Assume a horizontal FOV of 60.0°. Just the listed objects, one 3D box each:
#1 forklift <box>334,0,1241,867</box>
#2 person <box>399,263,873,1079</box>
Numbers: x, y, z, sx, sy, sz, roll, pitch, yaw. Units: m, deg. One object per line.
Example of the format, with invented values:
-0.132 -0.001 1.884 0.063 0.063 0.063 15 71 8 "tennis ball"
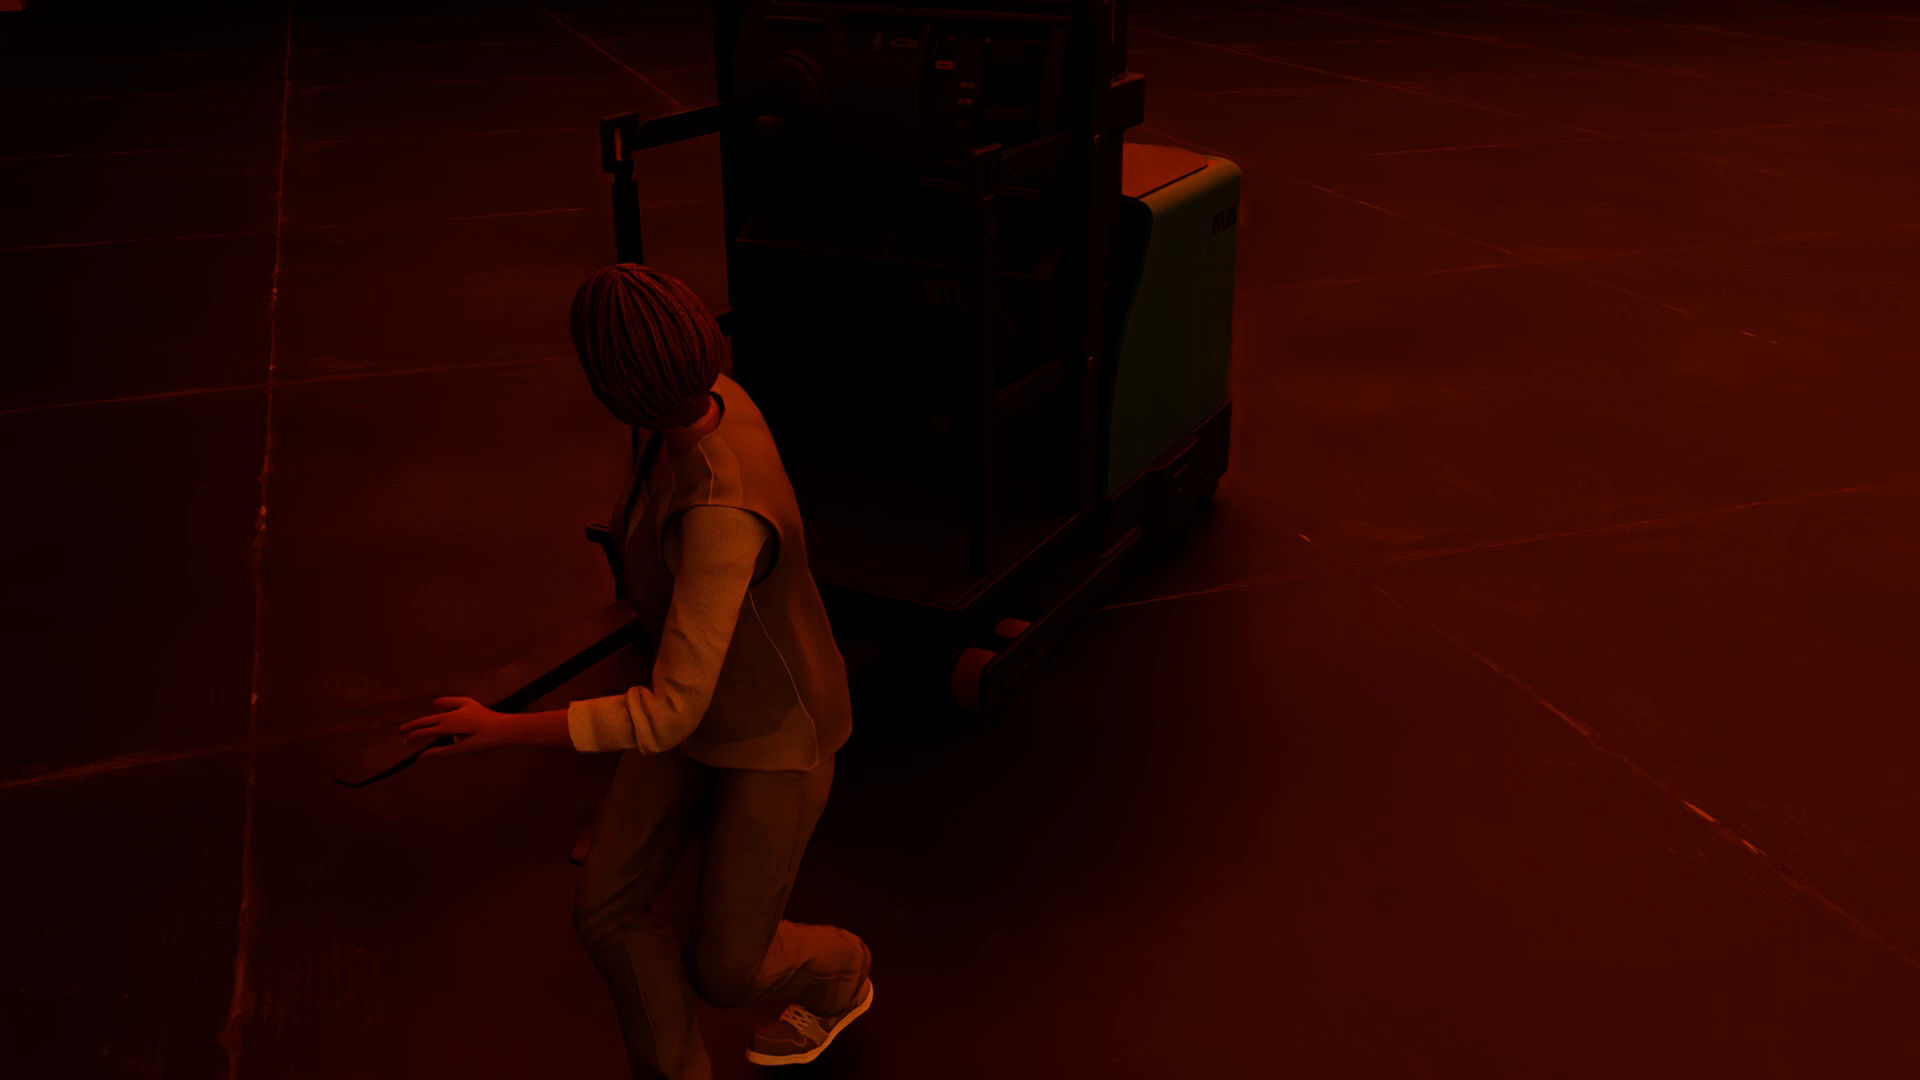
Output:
-0.261 -1.120 3.962 1.130 2.935 3.031 12 25 26 "forklift"
-0.484 0.285 2.538 0.764 1.480 0.702 -16 27 -33 "person"
